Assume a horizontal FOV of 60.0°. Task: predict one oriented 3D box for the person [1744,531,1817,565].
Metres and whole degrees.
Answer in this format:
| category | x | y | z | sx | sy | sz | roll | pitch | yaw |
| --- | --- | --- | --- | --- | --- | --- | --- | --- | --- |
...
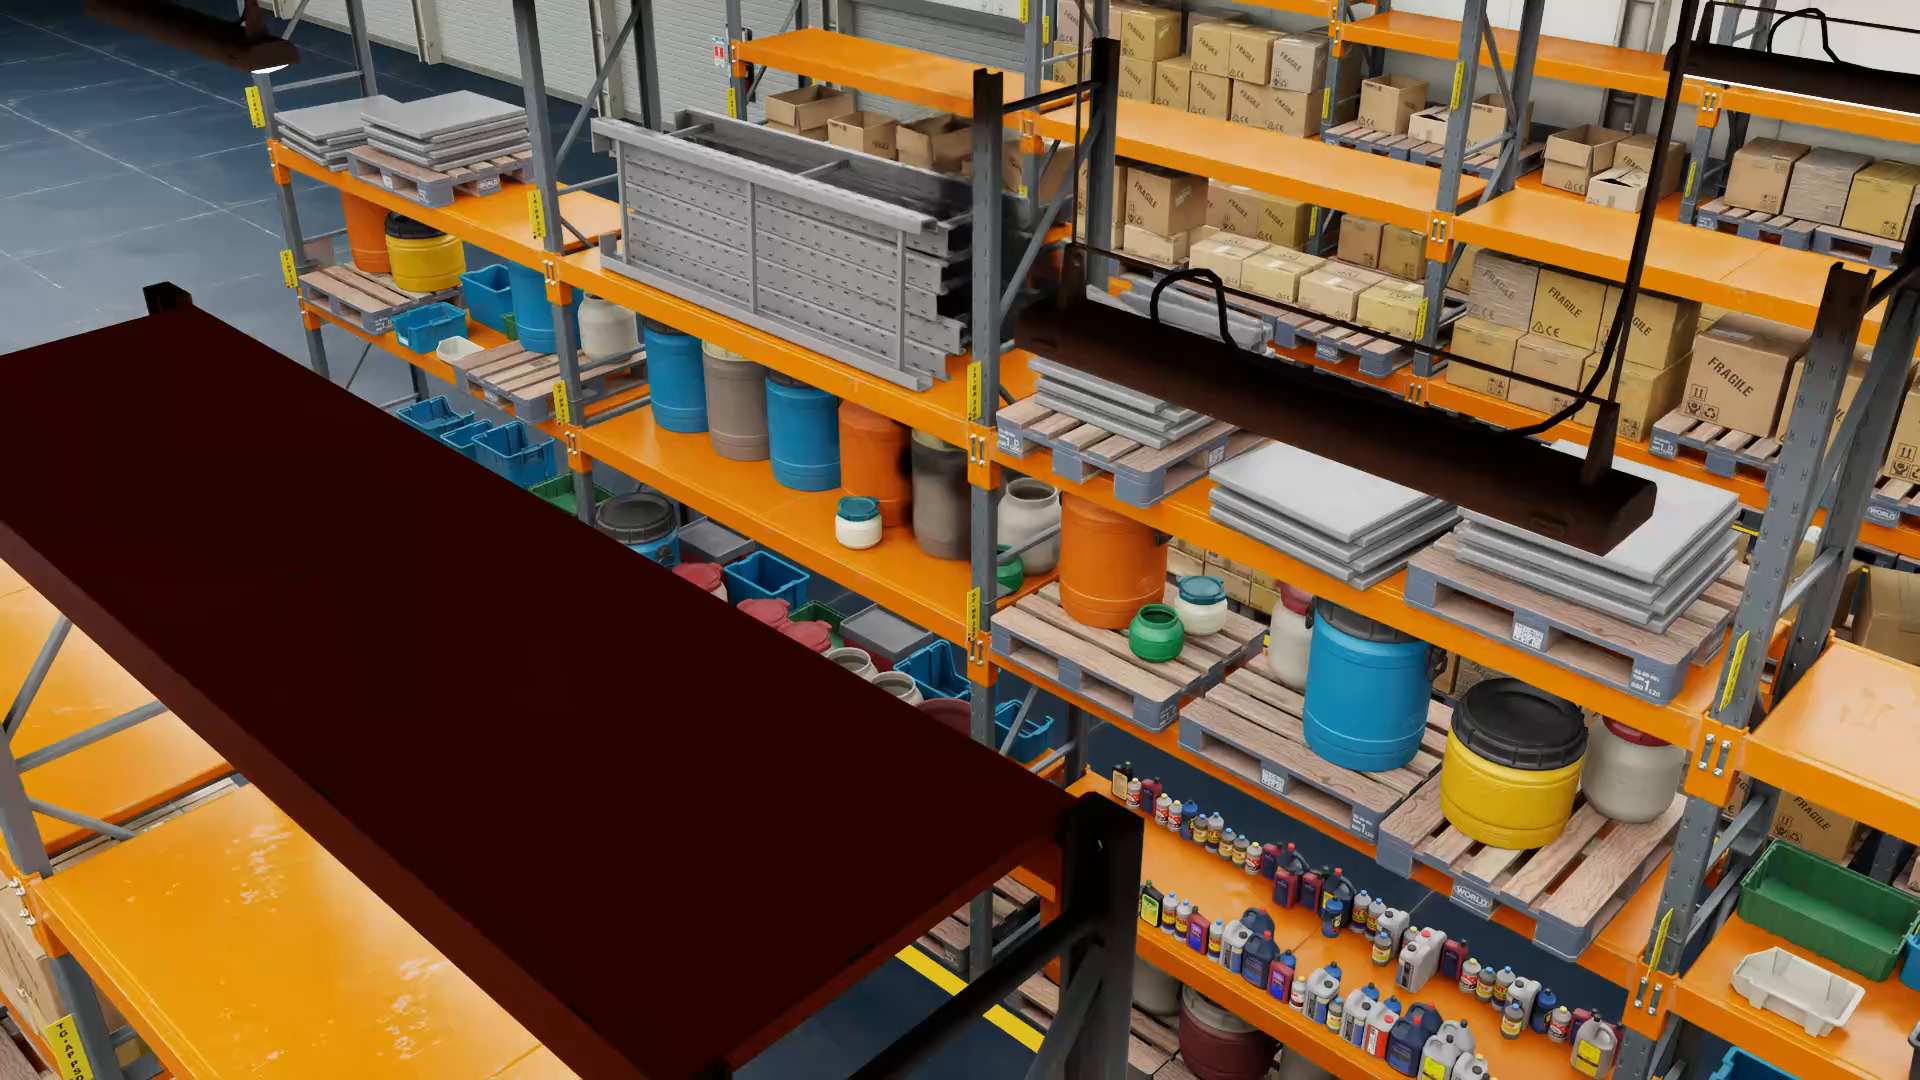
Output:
| category | x | y | z | sx | sy | sz | roll | pitch | yaw |
| --- | --- | --- | --- | --- | --- | --- | --- | --- | --- |
| person | 6.734 | 0.519 | 13.579 | 0.961 | 1.704 | 0.676 | 23 | 37 | 35 |
